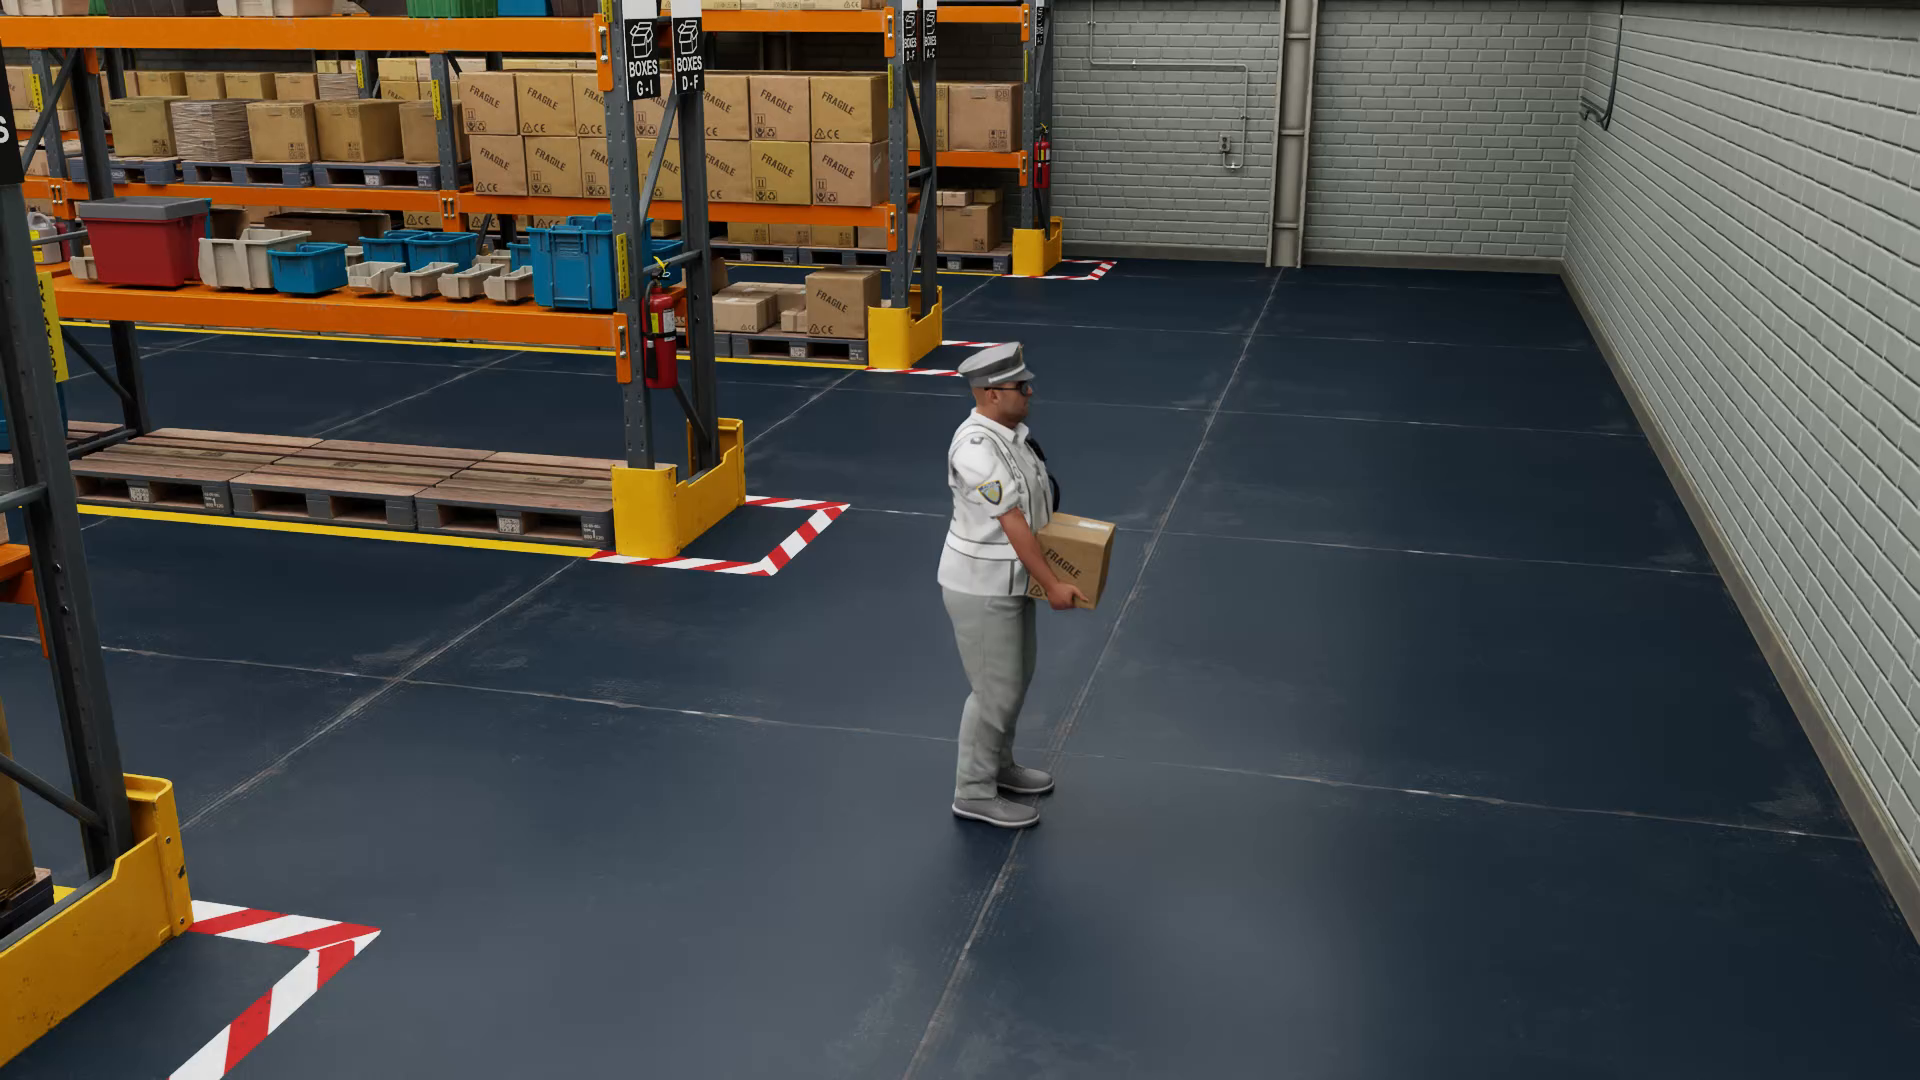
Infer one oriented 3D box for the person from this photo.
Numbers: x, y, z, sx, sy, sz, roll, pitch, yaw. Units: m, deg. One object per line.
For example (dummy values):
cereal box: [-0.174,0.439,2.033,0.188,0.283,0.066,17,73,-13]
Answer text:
person: [0.213,0.156,6.050,0.565,1.772,0.490,4,19,13]
